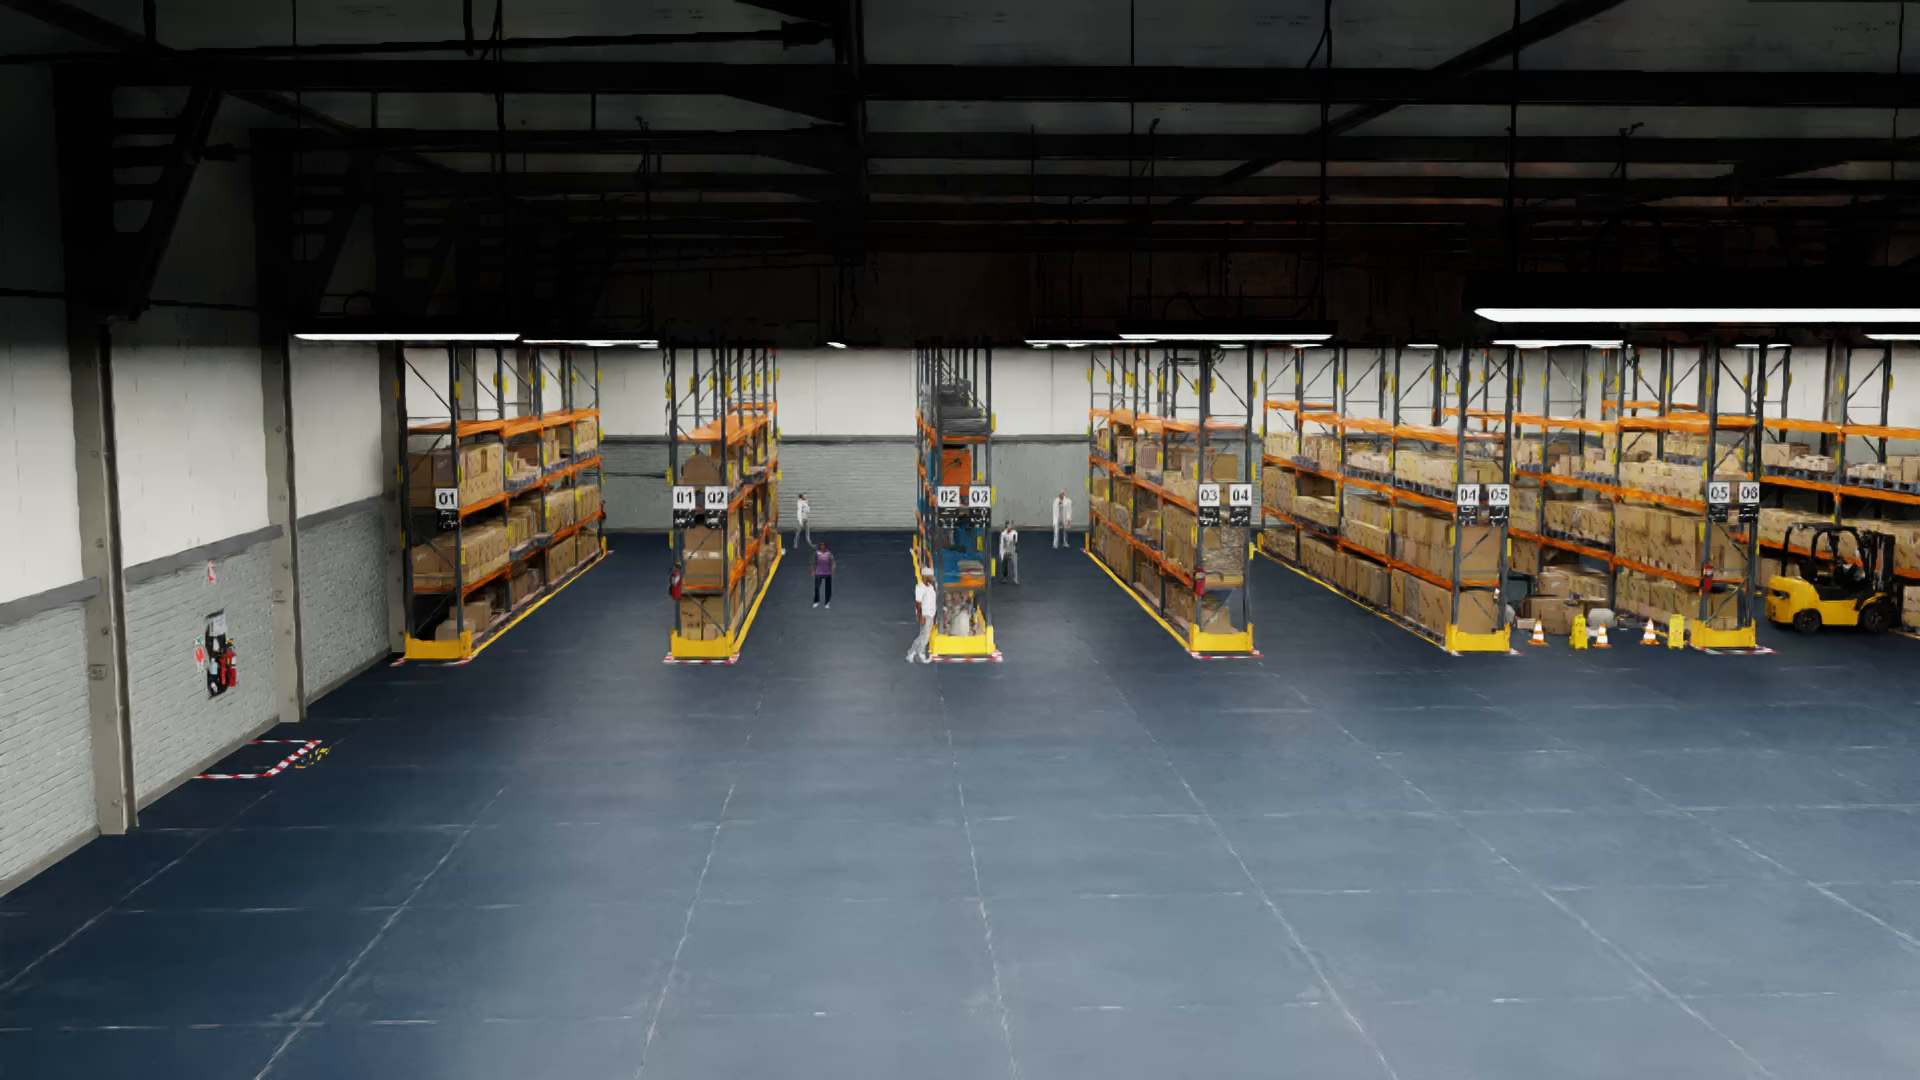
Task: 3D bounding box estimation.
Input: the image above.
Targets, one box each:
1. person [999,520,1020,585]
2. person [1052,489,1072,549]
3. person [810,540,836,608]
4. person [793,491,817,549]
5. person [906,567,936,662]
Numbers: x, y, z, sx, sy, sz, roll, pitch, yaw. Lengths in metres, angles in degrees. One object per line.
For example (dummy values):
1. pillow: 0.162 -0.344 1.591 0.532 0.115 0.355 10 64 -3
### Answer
1. person: 1.194 0.293 40.675 0.497 1.582 1.075 -1 7 -5
2. person: 2.963 -0.610 48.216 0.574 1.737 1.064 1 7 10
3. person: -3.057 0.763 37.094 0.566 1.526 0.519 -1 7 -5
4. person: -4.536 -0.600 48.261 0.516 1.675 0.672 4 8 30
5. person: -0.706 1.376 30.501 0.464 1.761 0.720 3 7 24
